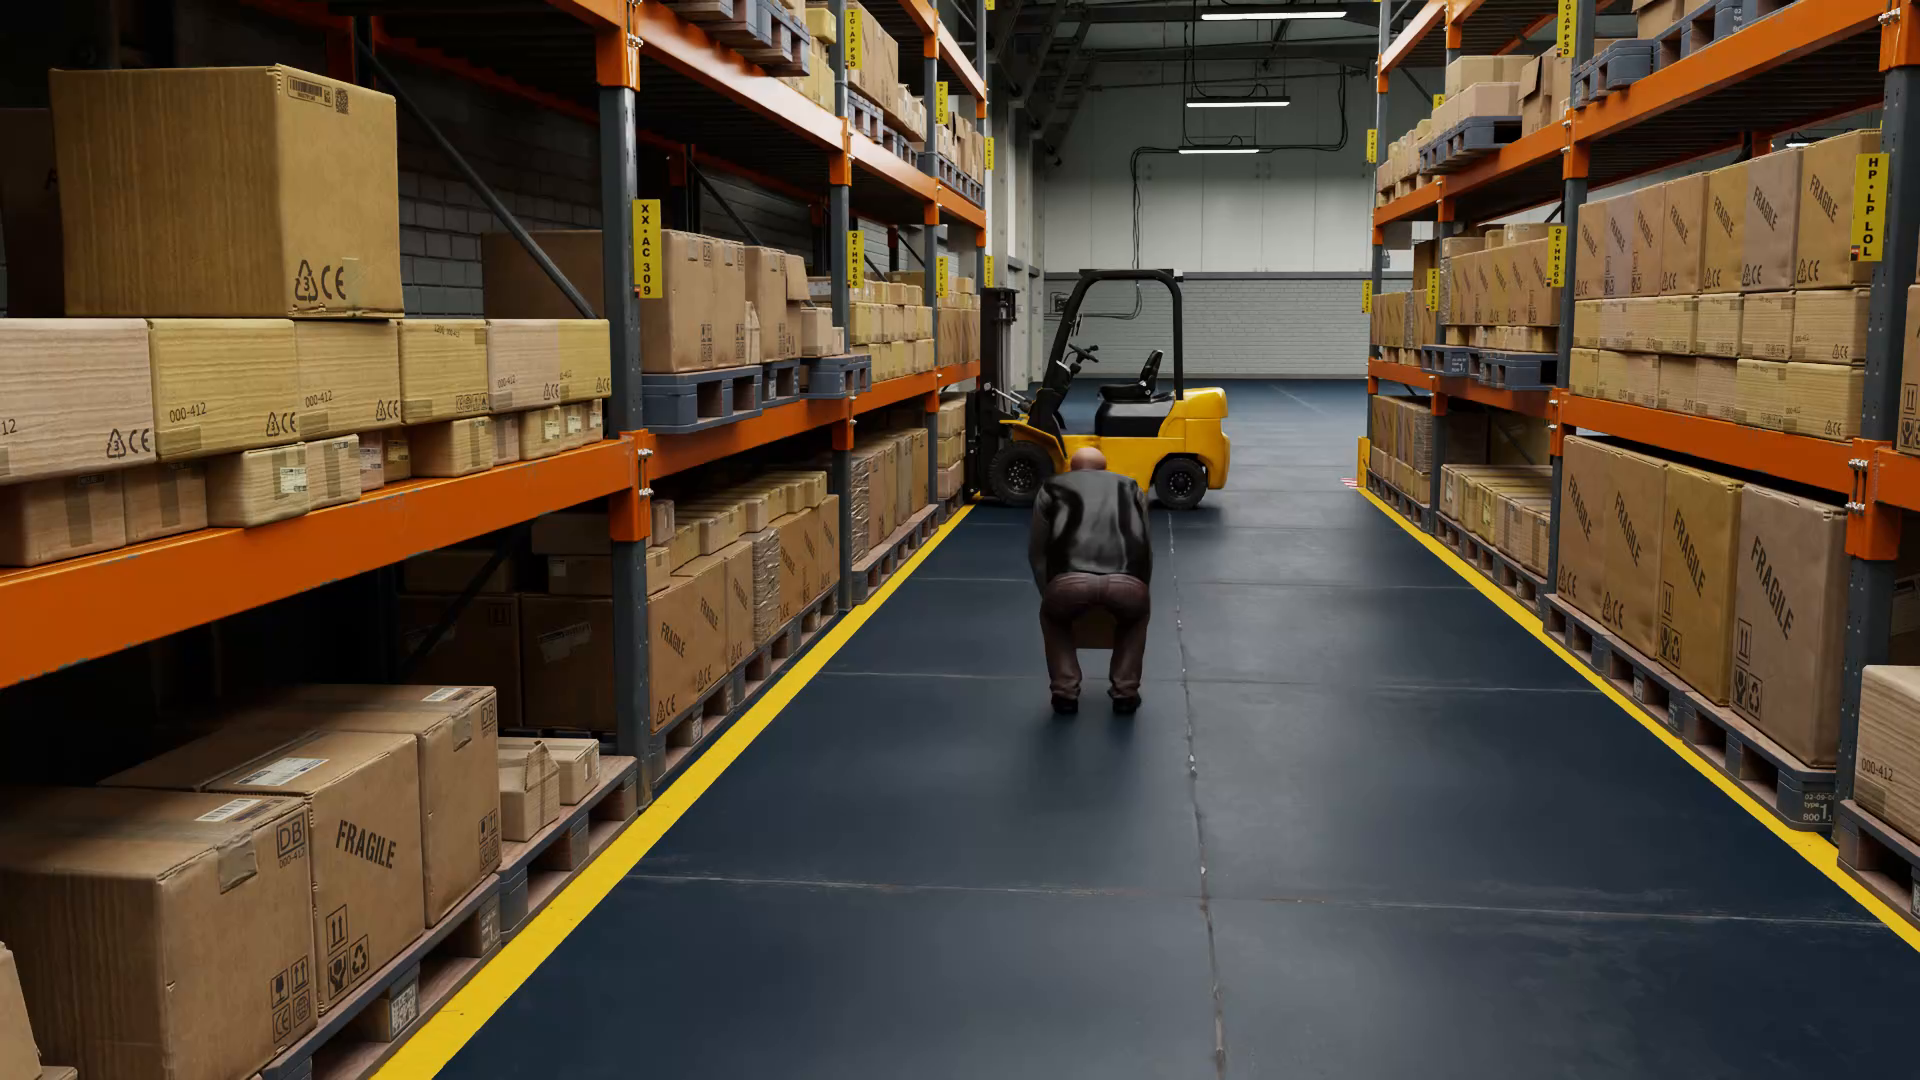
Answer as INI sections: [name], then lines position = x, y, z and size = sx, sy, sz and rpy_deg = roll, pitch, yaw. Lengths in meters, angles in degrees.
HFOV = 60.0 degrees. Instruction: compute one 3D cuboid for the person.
[person]
position = 0.570, 0.179, 7.347
size = 0.566, 1.119, 0.819
rpy_deg = 1, 8, 6
